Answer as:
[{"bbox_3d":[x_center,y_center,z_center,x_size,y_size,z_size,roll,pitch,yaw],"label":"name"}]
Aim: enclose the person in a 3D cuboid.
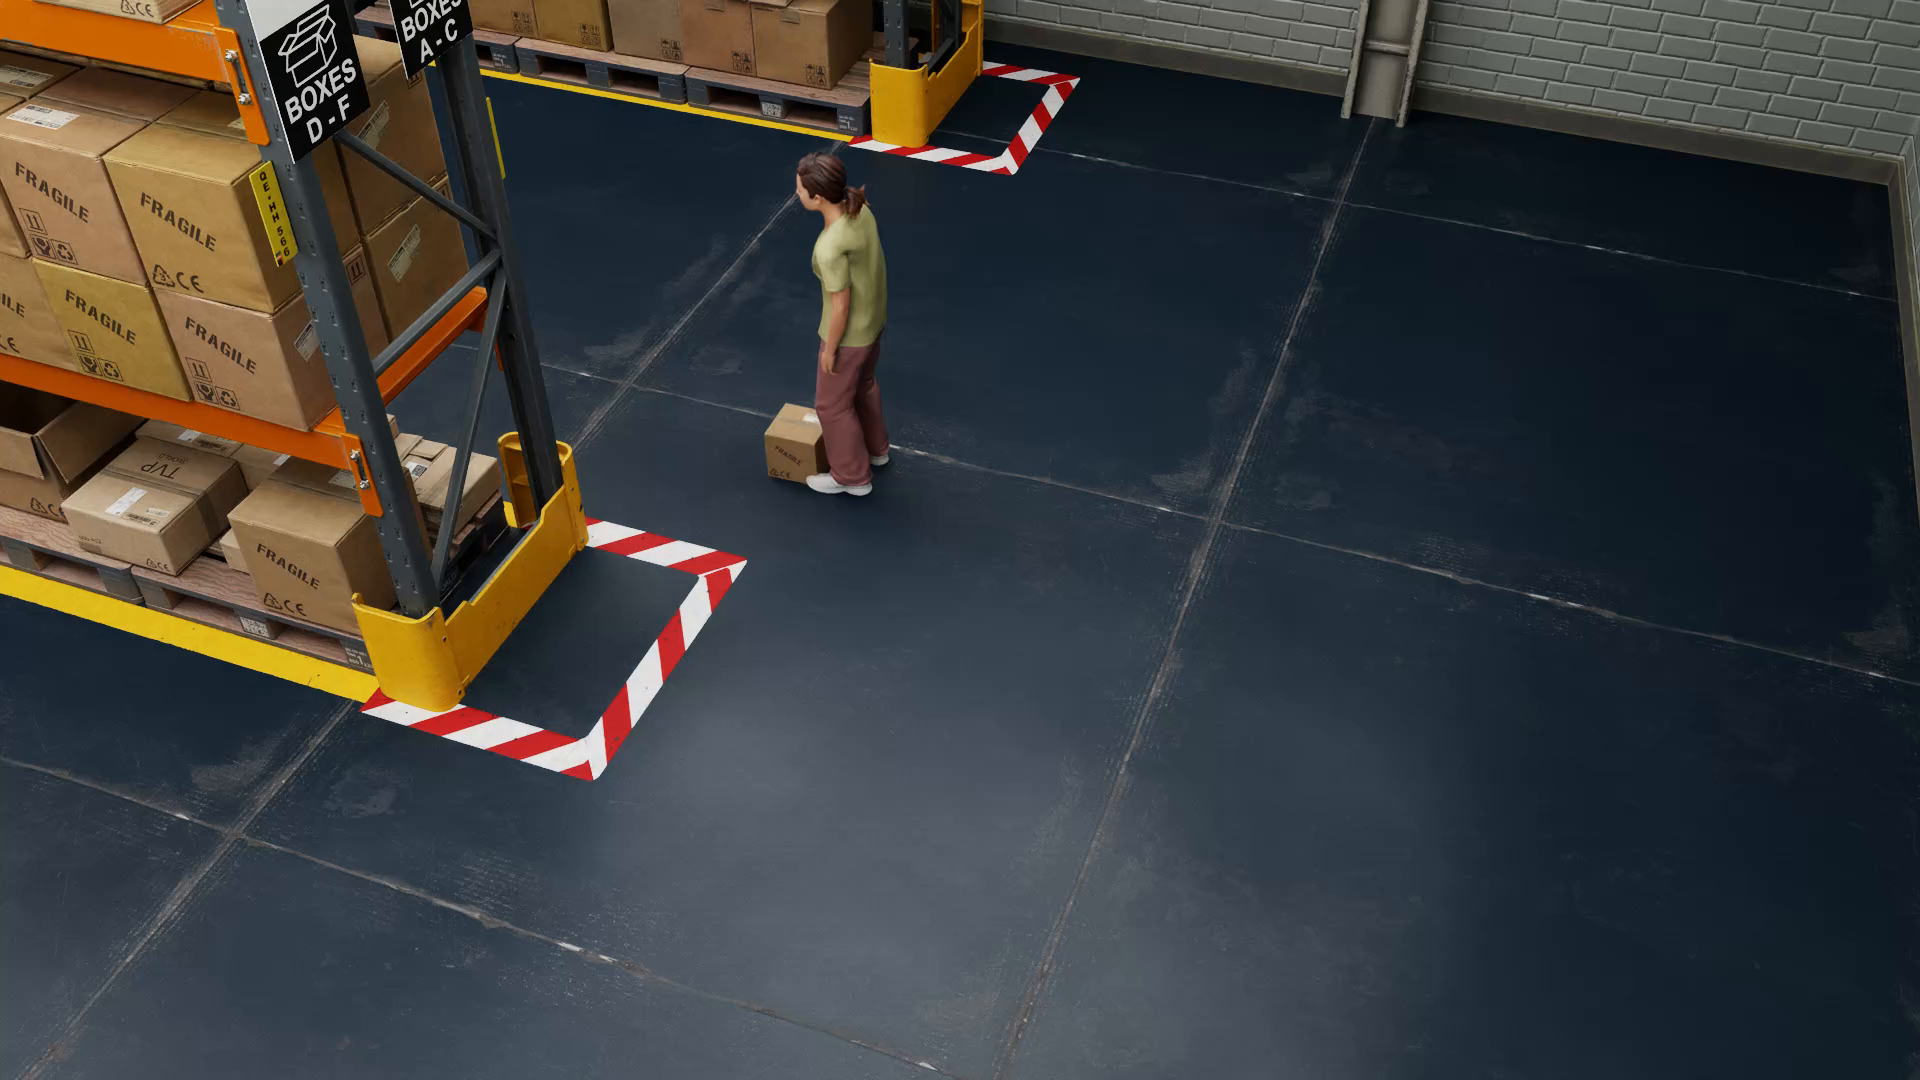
[{"bbox_3d":[-0.502,-0.920,7.196,0.365,1.671,0.515,11,43,12],"label":"person"}]
